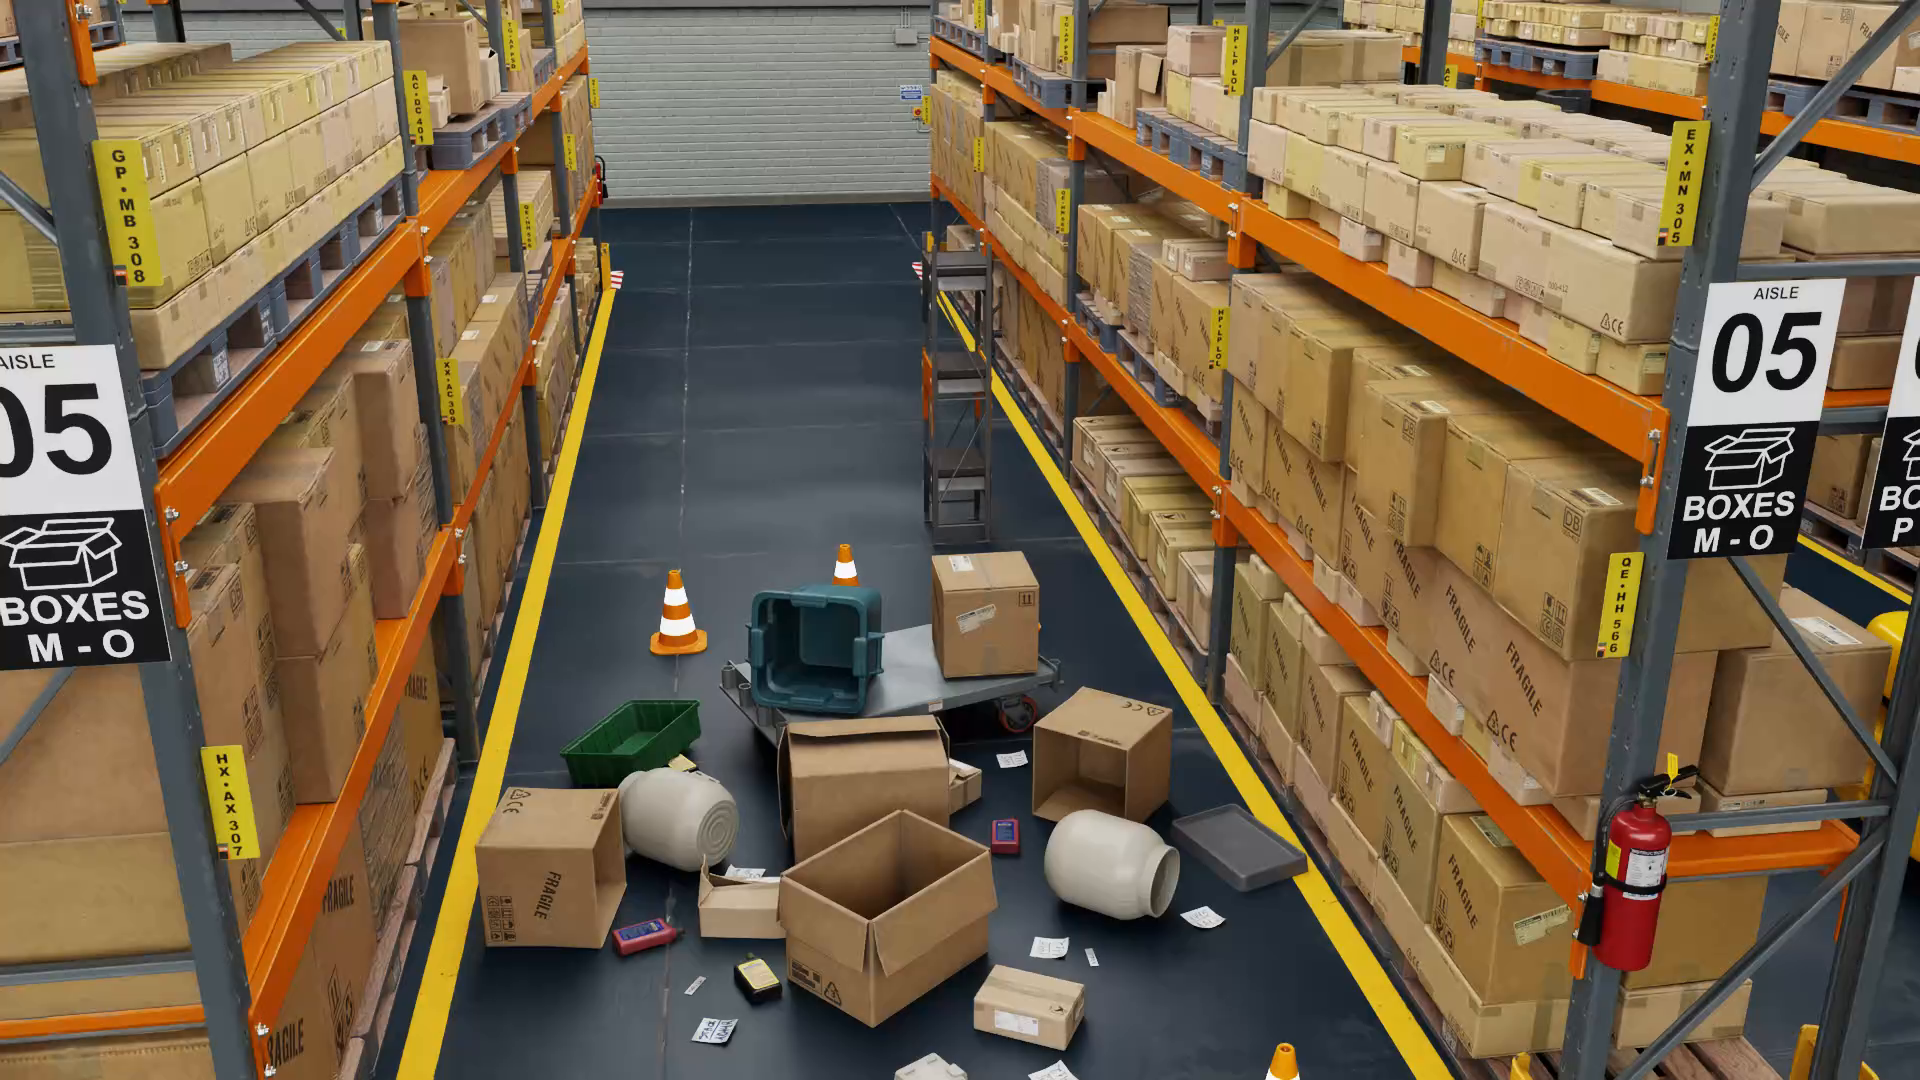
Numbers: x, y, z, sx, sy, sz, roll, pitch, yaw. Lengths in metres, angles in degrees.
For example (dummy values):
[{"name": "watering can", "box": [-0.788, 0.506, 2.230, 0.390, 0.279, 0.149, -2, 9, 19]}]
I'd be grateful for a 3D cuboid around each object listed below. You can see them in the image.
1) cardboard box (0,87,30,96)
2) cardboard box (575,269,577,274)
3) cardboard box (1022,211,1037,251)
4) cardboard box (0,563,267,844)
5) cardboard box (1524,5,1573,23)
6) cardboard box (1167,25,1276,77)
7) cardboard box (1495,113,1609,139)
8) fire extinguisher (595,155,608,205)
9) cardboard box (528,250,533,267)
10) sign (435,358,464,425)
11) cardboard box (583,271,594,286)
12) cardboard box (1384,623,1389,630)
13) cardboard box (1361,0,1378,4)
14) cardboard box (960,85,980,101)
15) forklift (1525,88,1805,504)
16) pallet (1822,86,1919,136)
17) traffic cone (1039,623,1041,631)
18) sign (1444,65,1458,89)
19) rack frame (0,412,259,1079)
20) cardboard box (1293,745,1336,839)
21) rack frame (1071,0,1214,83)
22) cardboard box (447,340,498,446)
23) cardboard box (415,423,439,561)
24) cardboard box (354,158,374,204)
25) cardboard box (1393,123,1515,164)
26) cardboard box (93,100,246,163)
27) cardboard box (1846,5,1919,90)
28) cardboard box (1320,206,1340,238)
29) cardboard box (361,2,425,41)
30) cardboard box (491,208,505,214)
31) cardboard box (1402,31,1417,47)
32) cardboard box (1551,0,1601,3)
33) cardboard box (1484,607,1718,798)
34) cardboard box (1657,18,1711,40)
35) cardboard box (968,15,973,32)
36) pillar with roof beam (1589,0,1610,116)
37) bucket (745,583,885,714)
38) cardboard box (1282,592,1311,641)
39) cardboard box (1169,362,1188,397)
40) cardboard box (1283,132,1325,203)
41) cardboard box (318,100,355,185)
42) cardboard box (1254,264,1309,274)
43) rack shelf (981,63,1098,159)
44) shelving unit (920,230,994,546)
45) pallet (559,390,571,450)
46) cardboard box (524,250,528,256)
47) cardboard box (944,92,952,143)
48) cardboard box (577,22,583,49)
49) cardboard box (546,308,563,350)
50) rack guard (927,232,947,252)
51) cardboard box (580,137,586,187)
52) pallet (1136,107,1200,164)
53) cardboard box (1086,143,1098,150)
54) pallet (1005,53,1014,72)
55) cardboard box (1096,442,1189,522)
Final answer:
[{"name": "cardboard box", "box": [-2.989, -1.300, 5.099, 0.380, 0.149, 0.250, -3, 21, -9]}, {"name": "cardboard box", "box": [-4.200, -2.735, 17.376, 0.380, 0.149, 0.250, -4, 21, -10]}, {"name": "cardboard box", "box": [0.816, -2.583, 13.844, 0.500, 0.250, 0.500, -3, 21, -9]}, {"name": "cardboard box", "box": [-2.437, 0.438, 4.499, 0.875, 0.550, 0.550, -3, 21, -8]}, {"name": "cardboard box", "box": [5.419, -4.825, 15.252, 0.380, 0.149, 0.250, -3, 21, -9]}, {"name": "cardboard box", "box": [1.507, -2.838, 9.639, 0.500, 0.250, 0.500, -3, 21, -7]}, {"name": "cardboard box", "box": [2.400, -1.642, 6.757, 0.380, 0.149, 0.250, -3, 21, -7]}, {"name": "fire extinguisher", "box": [-4.308, -4.295, 19.572, 0.296, 0.674, 0.183, -3, 21, -8]}, {"name": "cardboard box", "box": [-3.599, -2.241, 13.189, 0.380, 0.149, 0.250, -2, 21, -6]}, {"name": "sign", "box": [-2.450, -0.712, 7.984, 0.100, 0.325, 0.005, -3, 21, -8]}, {"name": "cardboard box", "box": [-4.206, -2.869, 18.160, 0.380, 0.149, 0.250, -3, 21, -7]}, {"name": "cardboard box", "box": [1.995, 0.328, 6.909, 0.380, 0.149, 0.250, -3, 21, -8]}, {"name": "cardboard box", "box": [4.937, -6.297, 19.076, 0.500, 0.250, 0.500, -3, 21, -8]}, {"name": "cardboard box", "box": [0.201, -4.735, 17.608, 0.380, 0.149, 0.250, -3, 21, -8]}, {"name": "forklift", "box": [4.755, -1.753, 12.219, 3.031, 2.935, 1.130, 10, 23, 25]}, {"name": "pallet", "box": [6.570, -2.861, 11.072, 1.003, 0.211, 1.213, -2, 21, -5]}, {"name": "traffic cone", "box": [0.321, 0.304, 10.240, 0.336, 0.463, 0.334, -3, 21, -8]}, {"name": "sign", "box": [2.421, -2.203, 8.301, 0.100, 0.325, 0.005, -3, 21, -8]}, {"name": "rack frame", "box": [-2.422, 1.144, 4.365, 1.000, 3.000, 0.127, -3, 21, -8]}, {"name": "cardboard box", "box": [1.870, 1.152, 7.675, 0.500, 0.250, 0.500, -3, 21, -8]}, {"name": "rack frame", "box": [1.308, -4.721, 11.494, 1.000, 3.000, 0.127, -3, 21, -8]}, {"name": "cardboard box", "box": [-2.951, -0.831, 9.512, 0.500, 0.500, 0.500, -3, 21, -8]}, {"name": "cardboard box", "box": [-2.934, -0.184, 7.707, 0.875, 0.550, 0.550, -3, 21, -8]}, {"name": "cardboard box", "box": [-2.518, -1.397, 6.497, 0.380, 0.149, 0.250, -3, 21, -8]}, {"name": "cardboard box", "box": [1.913, -1.527, 6.449, 0.380, 0.149, 0.250, -3, 21, -7]}, {"name": "cardboard box", "box": [-2.263, -1.155, 4.710, 0.380, 0.149, 0.250, -3, 21, -7]}, {"name": "cardboard box", "box": [6.230, -3.242, 10.936, 0.500, 0.500, 0.500, -2, 21, -6]}, {"name": "cardboard box", "box": [1.812, -1.430, 7.330, 0.380, 0.149, 0.250, -2, 21, -6]}, {"name": "cardboard box", "box": [-3.891, -3.563, 11.445, 0.396, 0.266, 0.258, -3, 21, -8]}, {"name": "cardboard box", "box": [-3.601, -2.516, 13.075, 0.380, 0.149, 0.250, -2, 21, -5]}, {"name": "cardboard box", "box": [5.048, -5.475, 18.161, 0.380, 0.149, 0.250, -2, 21, -7]}, {"name": "cardboard box", "box": [5.826, -5.219, 15.714, 0.396, 0.266, 0.258, -3, 21, -8]}, {"name": "cardboard box", "box": [2.111, 0.499, 5.524, 0.500, 0.500, 0.500, -3, 21, -9]}, {"name": "cardboard box", "box": [5.856, -4.113, 13.373, 0.380, 0.149, 0.250, -4, 21, -10]}, {"name": "cardboard box", "box": [0.285, -5.123, 16.474, 0.380, 0.149, 0.250, -2, 21, -6]}, {"name": "pillar with roof beam", "box": [2.175, -6.427, 16.062, 9.100, 9.000, 0.400, -3, 21, -8]}, {"name": "bucket", "box": [-0.698, 0.512, 8.565, 0.726, 0.611, 0.620, 4, 11, 11]}, {"name": "cardboard box", "box": [1.737, 0.353, 7.815, 0.380, 0.149, 0.250, -2, 21, -6]}, {"name": "cardboard box", "box": [1.445, -0.948, 9.727, 0.380, 0.149, 0.250, -3, 21, -9]}, {"name": "cardboard box", "box": [1.761, -1.655, 7.363, 0.500, 0.250, 0.500, -3, 21, -8]}, {"name": "cardboard box", "box": [-2.531, -1.453, 6.078, 0.500, 0.250, 0.500, -3, 21, -8]}, {"name": "cardboard box", "box": [1.971, -1.430, 10.090, 0.500, 0.500, 0.500, -3, 21, -8]}, {"name": "rack shelf", "box": [1.020, -3.671, 13.999, 1.077, 0.370, 4.000, -3, 21, -8]}, {"name": "shelving unit", "box": [-0.024, -1.041, 11.502, 0.431, 2.100, 0.503, -3, 21, -8]}, {"name": "pallet", "box": [-3.859, -1.011, 14.122, 1.003, 0.211, 1.213, -3, 21, -8]}, {"name": "cardboard box", "box": [-3.566, -2.295, 12.907, 0.380, 0.149, 0.250, -3, 21, -8]}, {"name": "cardboard box", "box": [0.106, -4.658, 18.330, 0.500, 0.500, 0.500, -3, 21, -8]}, {"name": "cardboard box", "box": [-4.320, -5.410, 17.841, 0.500, 0.250, 0.500, -3, 21, -8]}, {"name": "cardboard box", "box": [-3.643, -1.782, 14.099, 0.500, 0.250, 0.500, -4, 21, -10]}, {"name": "rack guard", "box": [0.152, -3.517, 20.419, 1.175, 0.500, 0.348, -3, 21, -8]}, {"name": "cardboard box", "box": [-4.196, -3.912, 17.336, 0.500, 0.500, 0.500, -2, 21, -5]}, {"name": "pallet", "box": [1.749, -2.421, 9.891, 1.213, 0.211, 1.003, -3, 21, -8]}, {"name": "cardboard box", "box": [1.270, -3.135, 14.250, 0.500, 0.500, 0.500, -3, 21, -7]}, {"name": "pallet", "box": [0.913, -4.296, 14.917, 0.805, 0.209, 1.217, -4, 21, -10]}, {"name": "cardboard box", "box": [1.494, -0.425, 11.722, 0.950, 0.372, 0.625, -3, 21, -9]}]
